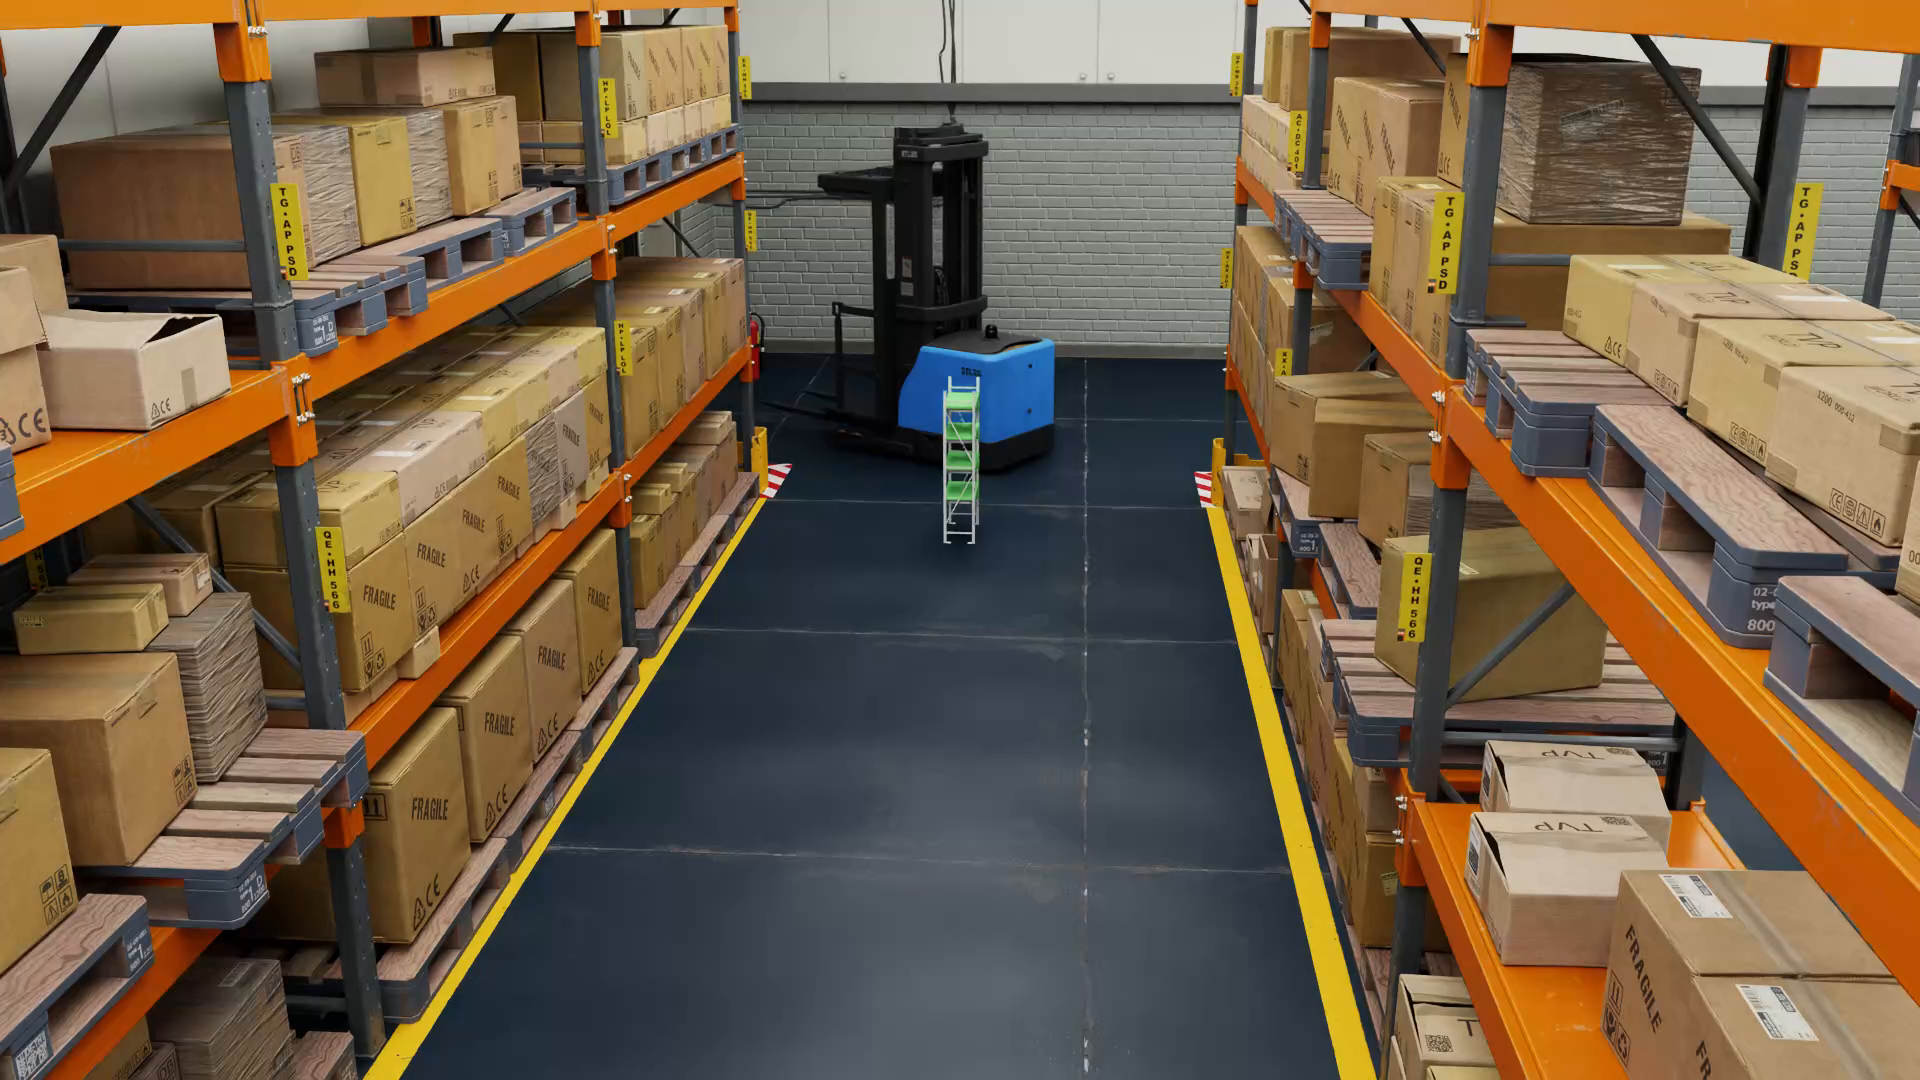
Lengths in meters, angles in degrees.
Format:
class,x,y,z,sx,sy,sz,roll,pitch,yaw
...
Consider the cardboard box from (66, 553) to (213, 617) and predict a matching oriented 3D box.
class,x,y,z,sx,sy,sz,roll,pitch,yaw
cardboard box,-2.817,0.156,5.720,0.380,0.149,0.250,-1,18,-3

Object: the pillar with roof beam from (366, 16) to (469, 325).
class,x,y,z,sx,sy,sz,roll,pitch,yaw
pillar with roof beam,0.946,-3.621,9.521,9.100,9.000,0.400,1,18,4

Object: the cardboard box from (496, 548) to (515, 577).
class,x,y,z,sx,sy,sz,roll,pitch,yaw
cardboard box,-2.442,0.068,8.270,0.380,0.149,0.250,2,18,6

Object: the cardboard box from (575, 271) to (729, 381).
class,x,y,z,sx,sy,sz,roll,pitch,yaw
cardboard box,-2.316,-1.629,12.596,0.980,0.700,0.700,1,18,3

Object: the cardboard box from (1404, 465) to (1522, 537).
class,x,y,z,sx,sy,sz,roll,pitch,yaw
cardboard box,2.308,-0.002,7.278,0.700,0.500,0.500,5,19,14

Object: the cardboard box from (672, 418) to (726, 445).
class,x,y,z,sx,sy,sz,roll,pitch,yaw
cardboard box,-2.044,-0.848,12.993,0.380,0.149,0.250,2,18,5

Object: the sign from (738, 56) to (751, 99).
class,x,y,z,sx,sy,sz,roll,pitch,yaw
sign,-1.708,-3.664,13.175,0.100,0.325,0.005,1,18,4

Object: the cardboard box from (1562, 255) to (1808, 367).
class,x,y,z,sx,sy,sz,roll,pitch,yaw
cardboard box,2.143,-0.689,4.958,0.500,0.250,0.500,0,18,0

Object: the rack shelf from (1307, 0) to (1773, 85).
class,x,y,z,sx,sy,sz,roll,pitch,yaw
rack shelf,2.263,-2.218,7.036,1.077,0.370,4.000,1,18,4

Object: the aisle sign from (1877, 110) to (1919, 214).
class,x,y,z,sx,sy,sz,roll,pitch,yaw
aisle sign,7.342,-2.915,12.826,0.394,0.787,0.004,1,18,4

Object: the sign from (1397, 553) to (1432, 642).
class,x,y,z,sx,sy,sz,roll,pitch,yaw
sign,1.577,0.201,5.761,0.100,0.325,0.005,1,18,4

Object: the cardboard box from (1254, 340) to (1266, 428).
class,x,y,z,sx,sy,sz,roll,pitch,yaw
cardboard box,2.256,-1.048,11.144,0.500,0.500,0.500,2,18,5

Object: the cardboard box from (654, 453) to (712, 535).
class,x,y,z,sx,sy,sz,roll,pitch,yaw
cardboard box,-2.270,-0.352,12.520,0.700,0.500,0.500,1,18,2

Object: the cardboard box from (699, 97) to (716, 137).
class,x,y,z,sx,sy,sz,roll,pitch,yaw
cardboard box,-2.072,-3.078,12.087,0.500,0.250,0.500,1,18,2

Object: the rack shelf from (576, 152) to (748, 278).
class,x,y,z,sx,sy,sz,roll,pitch,yaw
rack shelf,-2.392,-2.334,11.567,1.077,0.370,4.000,1,18,4

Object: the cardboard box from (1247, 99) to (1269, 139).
class,x,y,z,sx,sy,sz,roll,pitch,yaw
cardboard box,2.353,-3.045,12.019,0.500,0.250,0.500,1,18,4

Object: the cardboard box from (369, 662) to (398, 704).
class,x,y,z,sx,sy,sz,roll,pitch,yaw
cardboard box,-2.540,0.548,6.805,0.380,0.149,0.250,2,18,5

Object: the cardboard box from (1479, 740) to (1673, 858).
class,x,y,z,sx,sy,sz,roll,pitch,yaw
cardboard box,2.050,0.877,5.573,0.500,0.311,0.500,2,18,7

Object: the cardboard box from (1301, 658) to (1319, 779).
class,x,y,z,sx,sy,sz,roll,pitch,yaw
cardboard box,2.058,0.925,8.591,0.500,0.500,0.500,2,18,5

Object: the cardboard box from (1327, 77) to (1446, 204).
class,x,y,z,sx,sy,sz,roll,pitch,yaw
cardboard box,2.296,-2.085,8.656,0.600,0.600,0.600,0,18,-1

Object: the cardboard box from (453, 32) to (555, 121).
class,x,y,z,sx,sy,sz,roll,pitch,yaw
cardboard box,-2.718,-2.809,10.062,0.500,0.500,0.500,1,18,3

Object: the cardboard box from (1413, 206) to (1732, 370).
class,x,y,z,sx,sy,sz,roll,pitch,yaw
cardboard box,2.117,-0.887,5.834,0.910,0.500,0.500,1,18,4

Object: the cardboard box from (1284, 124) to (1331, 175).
class,x,y,z,sx,sy,sz,roll,pitch,yaw
cardboard box,2.170,-2.269,9.650,0.500,0.250,0.500,1,18,4

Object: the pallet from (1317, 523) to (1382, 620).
class,x,y,z,sx,sy,sz,roll,pitch,yaw
pallet,2.254,0.210,7.774,1.003,0.211,1.213,1,18,4

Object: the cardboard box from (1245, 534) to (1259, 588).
class,x,y,z,sx,sy,sz,roll,pitch,yaw
cardboard box,2.218,0.133,11.312,0.500,0.311,0.500,1,18,4

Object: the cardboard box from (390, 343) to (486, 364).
class,x,y,z,sx,sy,sz,roll,pitch,yaw
cardboard box,-2.859,-0.884,8.930,0.500,0.250,0.500,1,18,5

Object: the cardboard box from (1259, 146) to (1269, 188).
class,x,y,z,sx,sy,sz,roll,pitch,yaw
cardboard box,2.290,-2.497,11.149,0.500,0.250,0.500,1,18,4

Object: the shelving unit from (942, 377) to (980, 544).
class,x,y,z,sx,sy,sz,roll,pitch,yaw
shelving unit,0.012,-0.622,12.893,0.258,1.200,0.503,1,18,4

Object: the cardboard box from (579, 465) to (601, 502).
class,x,y,z,sx,sy,sz,roll,pitch,yaw
cardboard box,-2.271,-0.329,9.481,0.380,0.149,0.250,2,18,5

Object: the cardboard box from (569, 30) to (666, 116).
class,x,y,z,sx,sy,sz,roll,pitch,yaw
cardboard box,-2.174,-2.962,10.529,0.500,0.500,0.500,1,18,3

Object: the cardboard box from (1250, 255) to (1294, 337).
class,x,y,z,sx,sy,sz,roll,pitch,yaw
cardboard box,2.292,-1.677,11.458,0.500,0.500,0.500,1,18,3

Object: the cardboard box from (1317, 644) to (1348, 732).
class,x,y,z,sx,sy,sz,roll,pitch,yaw
cardboard box,2.021,0.714,8.031,0.500,0.250,0.500,1,18,3

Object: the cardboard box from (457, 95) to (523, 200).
class,x,y,z,sx,sy,sz,roll,pitch,yaw
cardboard box,-2.708,-2.040,8.648,0.700,0.500,0.500,0,18,1

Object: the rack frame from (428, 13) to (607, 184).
class,x,y,z,sx,sy,sz,roll,pitch,yaw
rack frame,-2.535,-3.480,9.092,1.000,3.000,0.127,1,18,4

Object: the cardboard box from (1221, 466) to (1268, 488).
class,x,y,z,sx,sy,sz,roll,pitch,yaw
cardboard box,2.320,-0.494,13.485,0.380,0.149,0.250,1,18,4

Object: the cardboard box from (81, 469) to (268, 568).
class,x,y,z,sx,sy,sz,roll,pitch,yaw
cardboard box,-3.048,-0.088,6.500,0.500,0.250,0.500,2,18,5

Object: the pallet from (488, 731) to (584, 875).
class,x,y,z,sx,sy,sz,roll,pitch,yaw
pallet,-2.600,1.317,8.564,1.003,0.211,1.213,1,18,4

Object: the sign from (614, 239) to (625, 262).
class,x,y,z,sx,sy,sz,roll,pitch,yaw
sign,-2.801,-2.335,13.714,0.100,0.325,0.005,1,18,4

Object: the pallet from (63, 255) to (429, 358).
class,x,y,z,sx,sy,sz,roll,pitch,yaw
pallet,-2.829,-0.924,6.411,1.213,0.211,1.003,2,18,6

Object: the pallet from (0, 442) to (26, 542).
class,x,y,z,sx,sy,sz,roll,pitch,yaw
pallet,-2.887,0.008,3.567,1.213,0.211,1.003,1,18,4

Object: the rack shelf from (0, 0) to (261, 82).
class,x,y,z,sx,sy,sz,roll,pitch,yaw
rack shelf,-2.965,-1.085,3.579,1.077,0.370,4.000,1,18,4

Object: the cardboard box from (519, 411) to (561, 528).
class,x,y,z,sx,sy,sz,roll,pitch,yaw
cardboard box,-2.388,-0.364,8.546,0.500,0.500,0.500,1,18,4

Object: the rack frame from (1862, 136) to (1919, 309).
class,x,y,z,sx,sy,sz,roll,pitch,yaw
rack frame,7.633,-1.650,13.142,1.000,3.000,0.127,1,18,4

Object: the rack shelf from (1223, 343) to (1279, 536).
class,x,y,z,sx,sy,sz,roll,pitch,yaw
rack shelf,2.549,-0.799,11.700,1.077,0.370,4.000,1,18,4

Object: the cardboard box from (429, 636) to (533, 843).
class,x,y,z,sx,sy,sz,roll,pitch,yaw
cardboard box,-2.569,0.938,8.022,0.750,0.750,0.750,1,18,4

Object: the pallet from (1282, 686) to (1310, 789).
class,x,y,z,sx,sy,sz,roll,pitch,yaw
pallet,2.385,1.059,9.353,1.003,0.211,1.213,1,18,4

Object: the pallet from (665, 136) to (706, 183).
class,x,y,z,sx,sy,sz,roll,pitch,yaw
pallet,-2.376,-2.644,11.501,1.003,0.211,1.213,1,18,4

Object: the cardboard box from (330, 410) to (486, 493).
class,x,y,z,sx,sy,sz,roll,pitch,yaw
cardboard box,-2.462,-0.399,7.449,0.500,0.250,0.500,1,18,4

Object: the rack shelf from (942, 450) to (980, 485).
class,x,y,z,sx,sy,sz,roll,pitch,yaw
rack shelf,0.012,-0.561,12.913,0.258,0.148,0.480,1,18,4

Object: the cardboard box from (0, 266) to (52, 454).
class,x,y,z,sx,sy,sz,roll,pitch,yaw
cardboard box,-3.007,-0.470,4.526,0.797,0.503,0.637,4,19,12

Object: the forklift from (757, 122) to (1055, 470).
class,x,y,z,sx,sy,sz,roll,pitch,yaw
forklift,-0.603,-2.345,15.372,3.031,2.935,1.130,14,23,36

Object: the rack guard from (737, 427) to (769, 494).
class,x,y,z,sx,sy,sz,roll,pitch,yaw
rack guard,-2.247,-0.691,14.229,1.175,0.500,0.348,1,18,4

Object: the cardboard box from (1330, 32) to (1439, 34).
class,x,y,z,sx,sy,sz,roll,pitch,yaw
cardboard box,2.610,-2.927,10.456,0.700,0.500,0.500,1,18,4

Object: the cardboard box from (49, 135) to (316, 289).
class,x,y,z,sx,sy,sz,roll,pitch,yaw
cardboard box,-2.845,-1.218,6.138,0.700,0.500,0.500,0,18,0
